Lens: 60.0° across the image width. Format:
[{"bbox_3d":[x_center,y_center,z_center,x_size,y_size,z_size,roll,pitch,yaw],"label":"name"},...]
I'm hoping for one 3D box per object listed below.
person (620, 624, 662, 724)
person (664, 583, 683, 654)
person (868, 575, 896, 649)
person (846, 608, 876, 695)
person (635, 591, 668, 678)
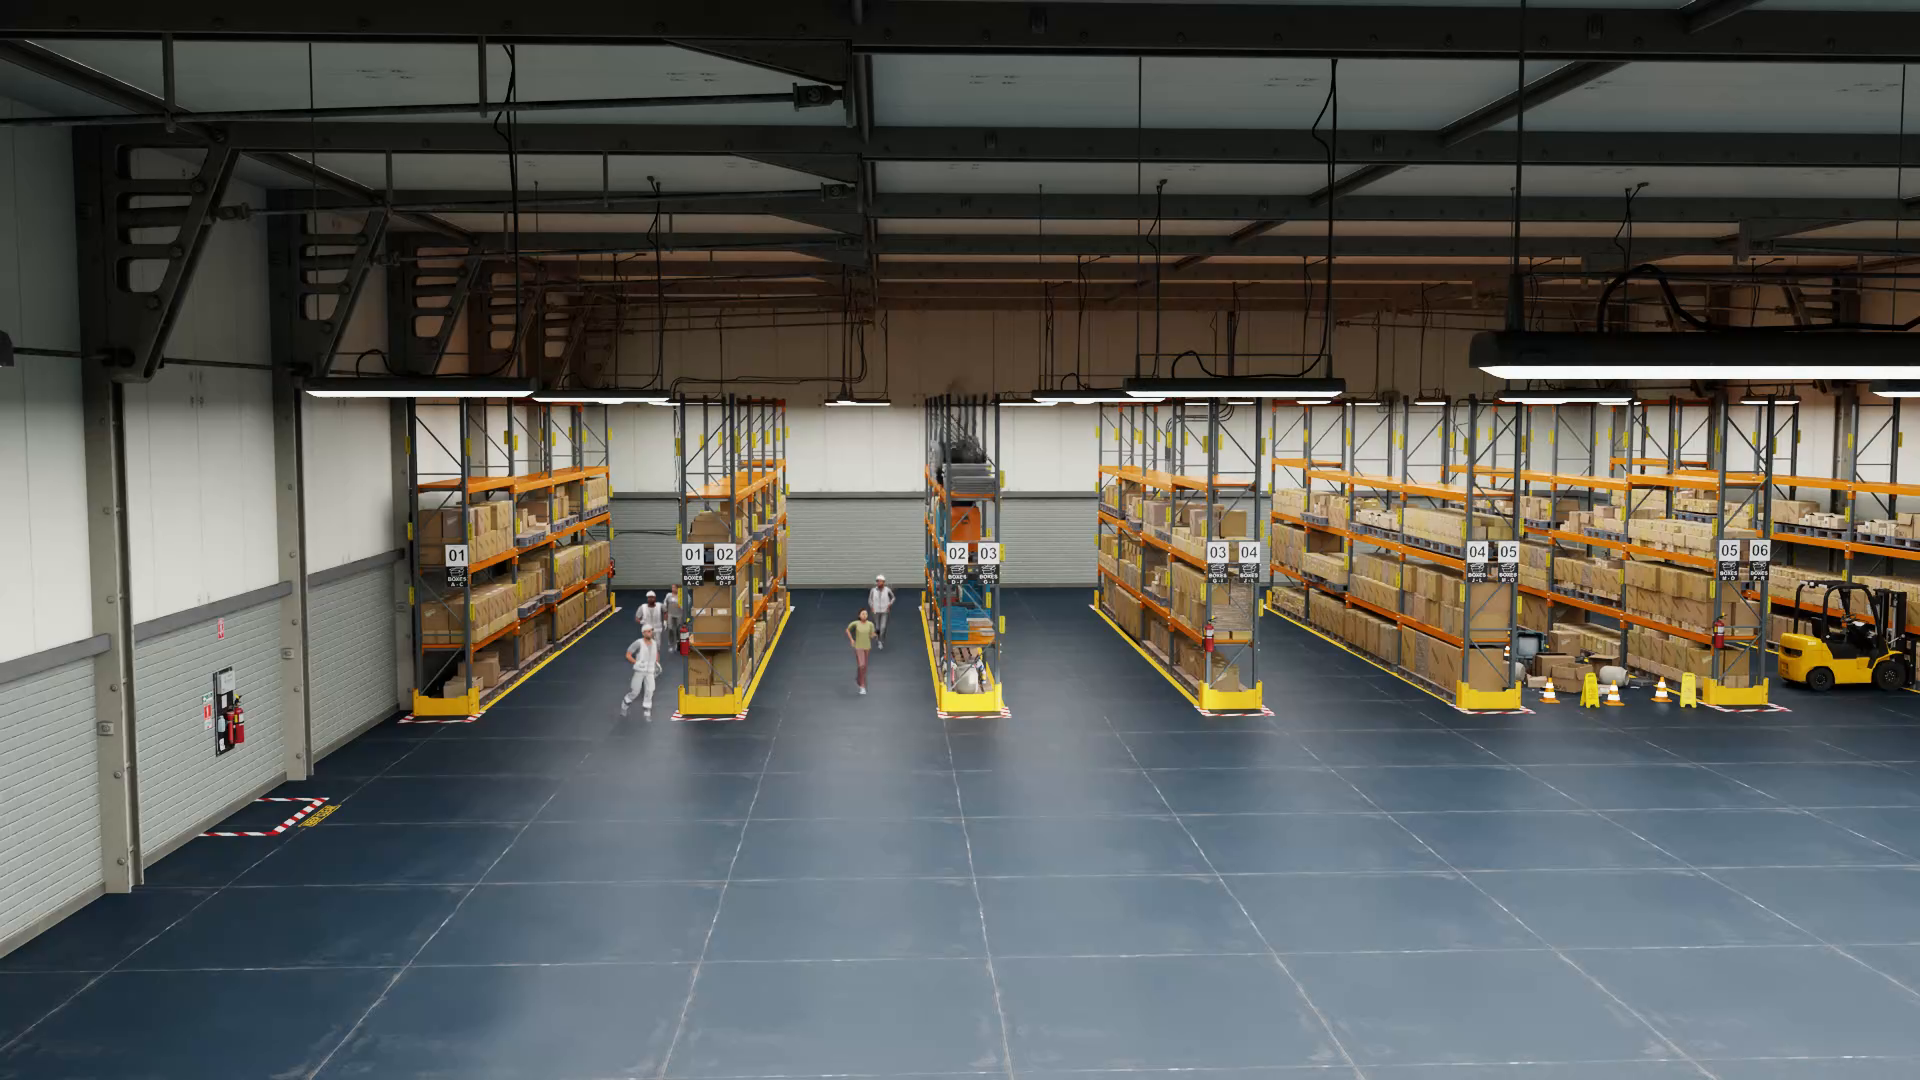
[{"bbox_3d":[-5.759,2.423,30.426,0.702,1.753,0.986,-3,6,-36],"label":"person"},{"bbox_3d":[-6.720,1.828,39.113,0.510,1.642,0.733,-1,5,-6],"label":"person"},{"bbox_3d":[-1.870,1.714,39.898,0.663,1.753,0.659,0,5,4],"label":"person"},{"bbox_3d":[-1.976,2.234,33.633,0.562,1.729,0.762,-2,5,-25],"label":"person"},{"bbox_3d":[-6.637,2.002,35.776,0.686,1.819,0.924,-1,5,-7],"label":"person"}]
